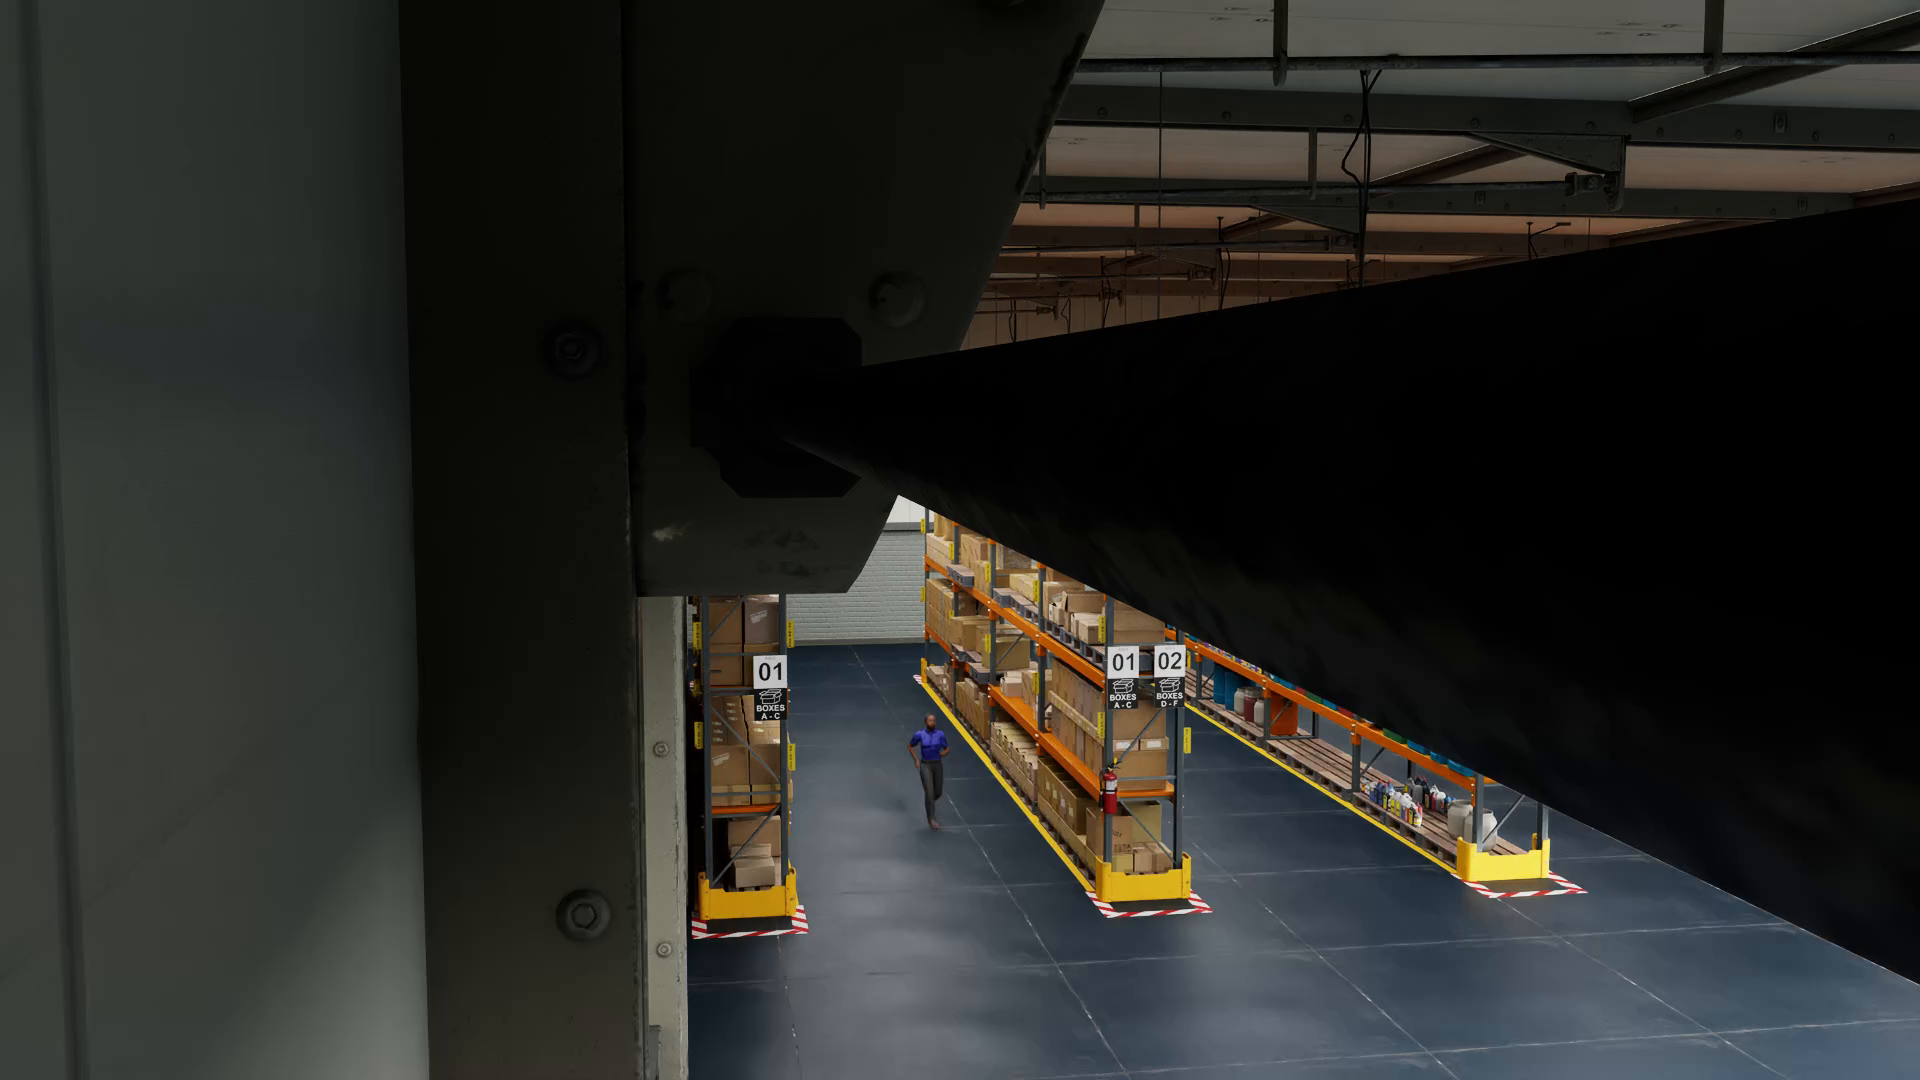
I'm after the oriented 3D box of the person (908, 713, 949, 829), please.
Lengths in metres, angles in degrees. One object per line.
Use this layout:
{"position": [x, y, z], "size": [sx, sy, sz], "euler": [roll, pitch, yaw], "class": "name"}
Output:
{"position": [-0.438, 3.357, 24.453], "size": [0.587, 1.628, 0.838], "euler": [-2, 5, -18], "class": "person"}
